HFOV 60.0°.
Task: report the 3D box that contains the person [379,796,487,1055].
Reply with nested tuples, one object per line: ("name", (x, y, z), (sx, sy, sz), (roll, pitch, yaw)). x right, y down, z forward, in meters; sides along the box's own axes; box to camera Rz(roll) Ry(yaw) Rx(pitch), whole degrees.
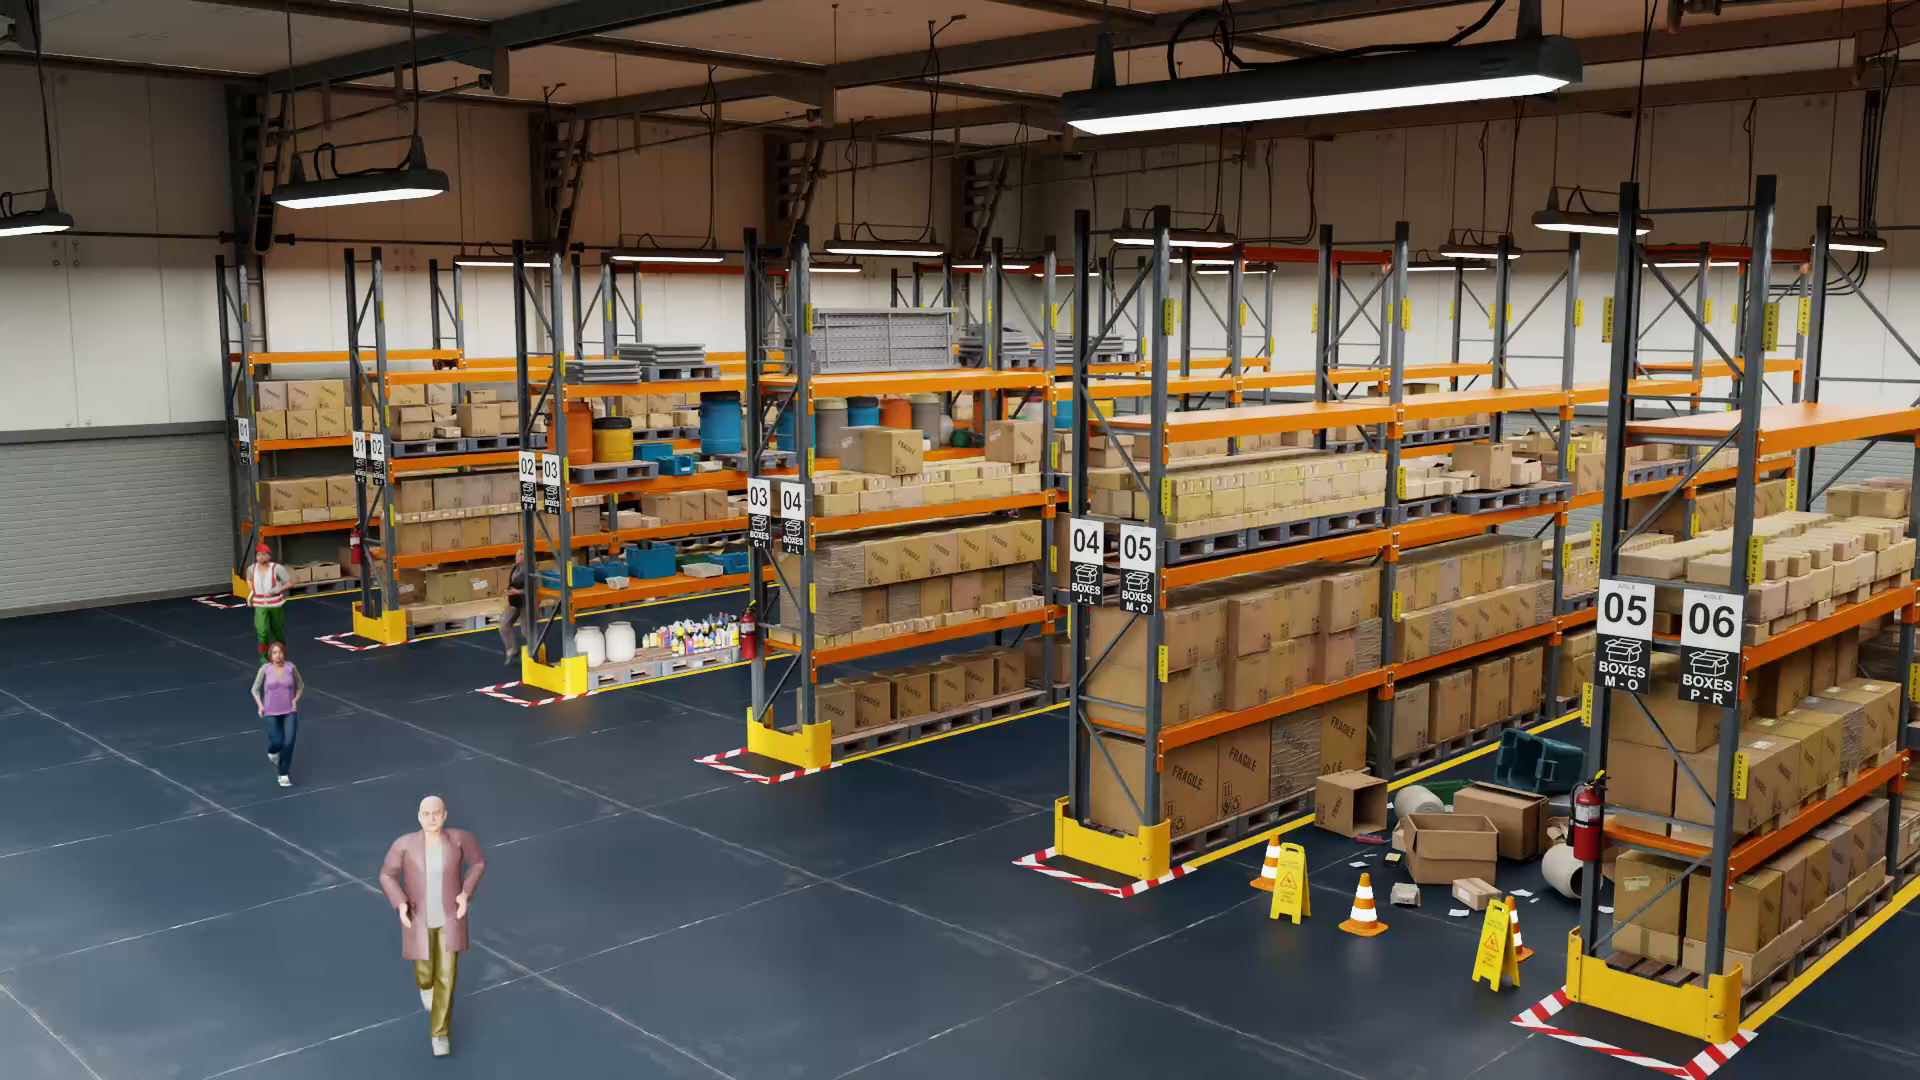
("person", (-3.687, 2.654, 11.693), (0.726, 1.745, 0.865), (-3, 9, -19))

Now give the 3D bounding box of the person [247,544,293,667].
("person", (-9.717, 0.937, 23.406), (0.645, 1.787, 0.921), (-1, 8, -10))

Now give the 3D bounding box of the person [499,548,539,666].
("person", (-6.251, 0.975, 23.854), (0.638, 1.749, 0.738), (5, 10, 34))

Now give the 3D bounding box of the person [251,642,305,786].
("person", (-7.363, 1.867, 18.007), (0.538, 1.557, 0.549), (-4, 9, -28))
